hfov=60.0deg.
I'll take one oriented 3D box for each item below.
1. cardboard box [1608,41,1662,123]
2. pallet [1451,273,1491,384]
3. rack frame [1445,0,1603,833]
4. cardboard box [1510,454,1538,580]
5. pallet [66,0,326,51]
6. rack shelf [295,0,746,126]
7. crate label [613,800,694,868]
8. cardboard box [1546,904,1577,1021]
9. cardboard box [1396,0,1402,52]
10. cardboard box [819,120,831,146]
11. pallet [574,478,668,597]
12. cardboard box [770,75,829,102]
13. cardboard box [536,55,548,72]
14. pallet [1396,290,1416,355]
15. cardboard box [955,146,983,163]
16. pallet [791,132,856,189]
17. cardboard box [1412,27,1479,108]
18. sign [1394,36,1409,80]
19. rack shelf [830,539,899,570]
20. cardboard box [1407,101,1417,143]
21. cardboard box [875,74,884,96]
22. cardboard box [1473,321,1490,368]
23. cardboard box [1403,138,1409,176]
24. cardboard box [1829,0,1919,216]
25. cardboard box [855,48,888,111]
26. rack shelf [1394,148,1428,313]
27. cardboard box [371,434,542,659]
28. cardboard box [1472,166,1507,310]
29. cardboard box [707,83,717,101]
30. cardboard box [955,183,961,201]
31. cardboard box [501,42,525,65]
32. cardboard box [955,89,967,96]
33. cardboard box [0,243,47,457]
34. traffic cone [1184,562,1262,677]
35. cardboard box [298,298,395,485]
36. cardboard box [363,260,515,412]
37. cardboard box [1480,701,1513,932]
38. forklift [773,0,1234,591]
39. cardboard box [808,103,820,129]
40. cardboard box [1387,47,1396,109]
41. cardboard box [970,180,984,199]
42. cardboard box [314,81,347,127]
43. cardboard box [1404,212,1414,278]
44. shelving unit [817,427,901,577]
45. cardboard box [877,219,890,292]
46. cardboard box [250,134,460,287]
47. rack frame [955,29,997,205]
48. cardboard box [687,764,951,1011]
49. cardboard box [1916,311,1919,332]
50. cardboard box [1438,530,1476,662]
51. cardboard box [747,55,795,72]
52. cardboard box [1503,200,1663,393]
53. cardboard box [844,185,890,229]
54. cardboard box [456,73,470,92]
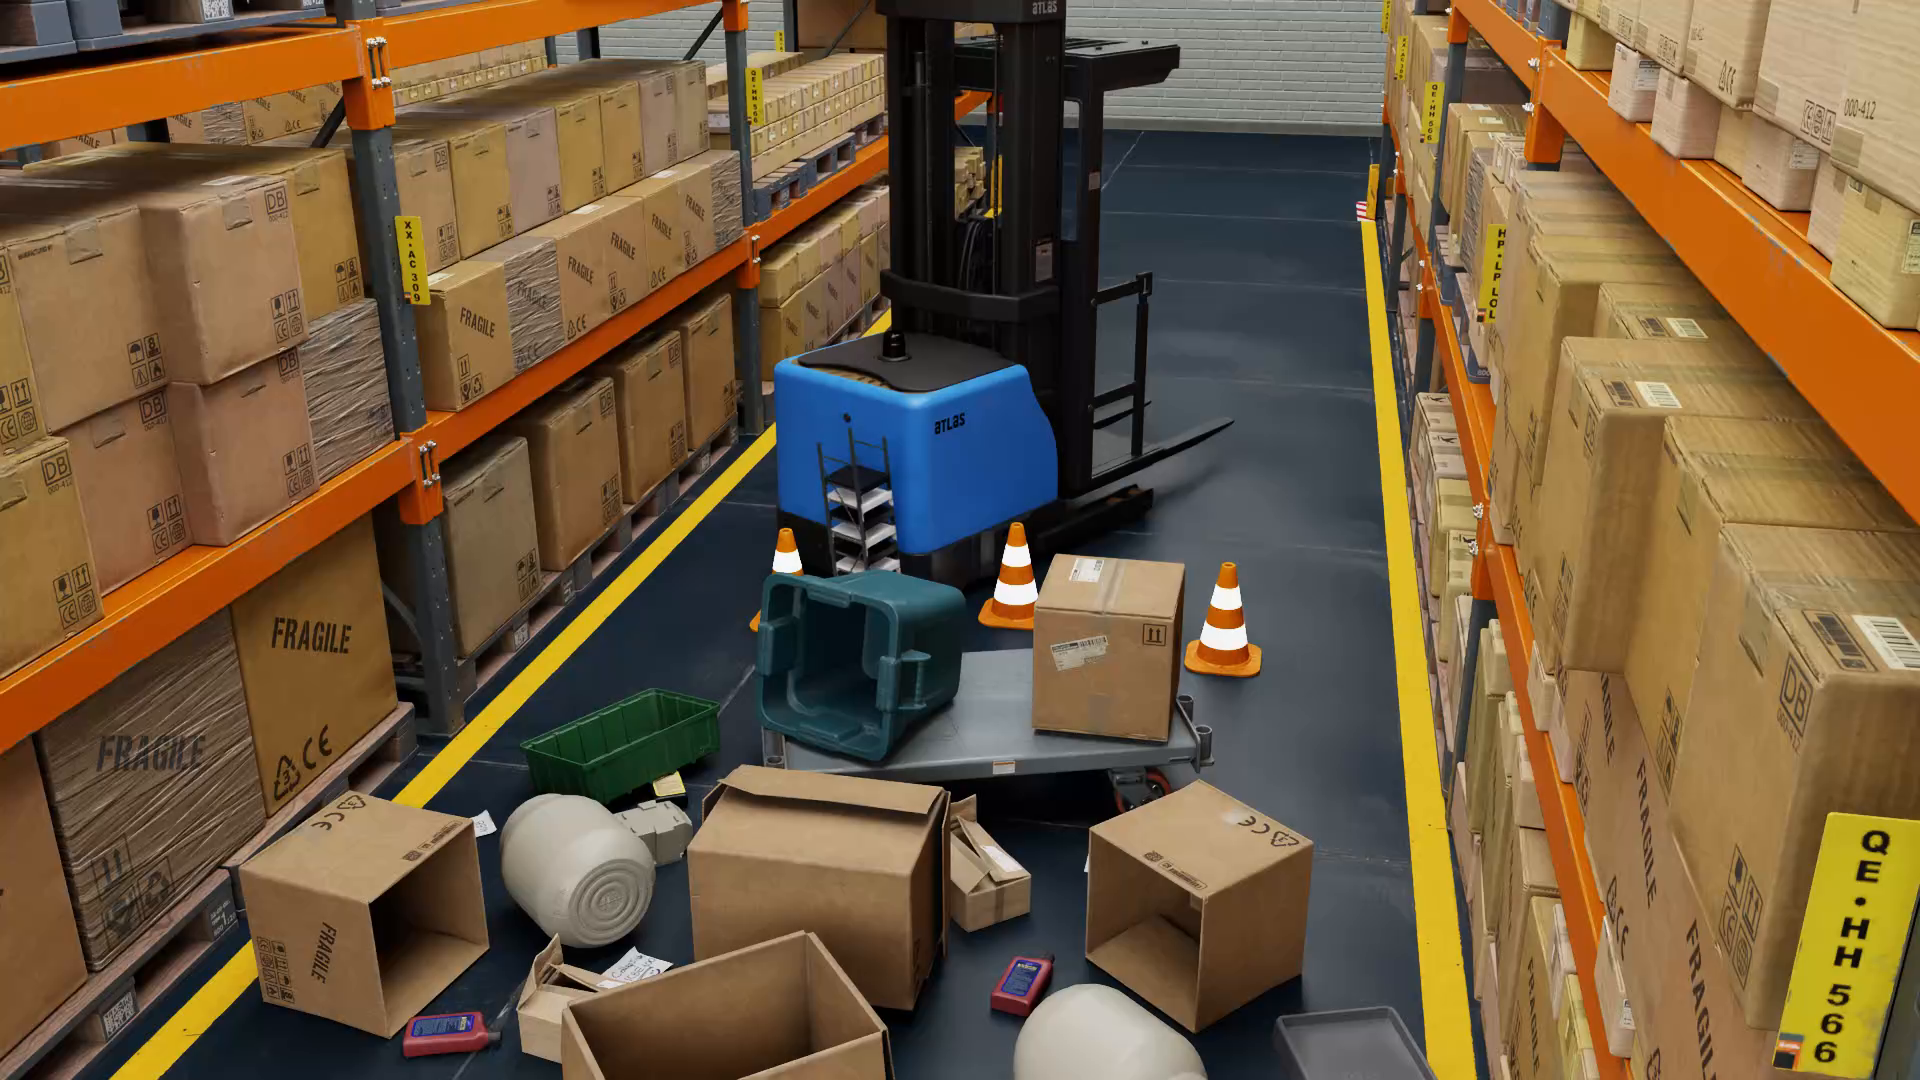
[{"bbox_3d":[1.654,-1.006,3.658,0.380,0.149,0.250,4,22,10],"label":"cardboard box"},{"bbox_3d":[2.759,-0.938,7.425,1.003,0.211,1.213,4,22,11],"label":"pallet"},{"bbox_3d":[2.306,-0.291,5.562,1.000,3.000,0.127,4,22,11],"label":"rack frame"},{"bbox_3d":[1.864,-0.151,4.681,0.500,0.500,0.500,4,22,11],"label":"cardboard box"},{"bbox_3d":[-2.737,-1.684,5.123,1.003,0.211,1.213,4,22,11],"label":"pallet"},{"bbox_3d":[-2.152,-2.421,7.797,1.077,0.370,4.000,4,22,11],"label":"rack shelf"},{"bbox_3d":[-1.128,1.063,6.032,0.298,0.136,0.250,-11,25,-26],"label":"crate label"},{"bbox_3d":[1.517,0.963,3.693,0.380,0.149,0.250,5,23,13],"label":"cardboard box"},{"bbox_3d":[4.081,-4.476,14.479,0.500,0.500,0.500,5,22,11],"label":"cardboard box"},{"bbox_3d":[-1.132,-2.901,11.817,0.380,0.149,0.250,4,22,9],"label":"cardboard box"},{"bbox_3d":[-2.230,-0.074,8.754,1.003,0.211,1.213,4,22,11],"label":"pallet"},{"bbox_3d":[-1.139,-3.175,11.700,0.380,0.149,0.250,4,22,10],"label":"cardboard box"},{"bbox_3d":[-4.697,-5.164,17.996,0.380,0.149,0.250,5,22,12],"label":"cardboard box"},{"bbox_3d":[3.855,-1.636,12.633,1.003,0.211,1.213,4,22,11],"label":"pallet"},{"bbox_3d":[0.029,-3.956,17.119,0.380,0.149,0.250,5,22,12],"label":"cardboard box"},{"bbox_3d":[-1.380,-2.733,11.881,1.003,0.211,1.213,4,22,11],"label":"pallet"},{"bbox_3d":[3.386,-3.217,11.354,0.500,0.500,0.500,4,22,10],"label":"cardboard box"},{"bbox_3d":[3.395,-3.697,12.754,0.100,0.325,0.005,4,22,11],"label":"sign"},{"bbox_3d":[-0.449,0.055,7.816,0.258,0.077,0.200,18,35,38],"label":"rack shelf"},{"bbox_3d":[3.365,-2.865,11.483,0.500,0.250,0.500,5,22,12],"label":"cardboard box"},{"bbox_3d":[-0.815,-3.613,13.186,0.380,0.149,0.250,5,23,13],"label":"cardboard box"},{"bbox_3d":[2.230,-0.771,6.527,0.380,0.149,0.250,4,22,10],"label":"cardboard box"},{"bbox_3d":[3.366,-2.631,11.573,0.500,0.250,0.500,4,22,10],"label":"cardboard box"},{"bbox_3d":[1.331,-0.496,1.858,0.500,0.250,0.500,4,22,10],"label":"cardboard box"},{"bbox_3d":[-0.580,-3.904,14.000,0.500,0.500,0.500,4,22,10],"label":"cardboard box"},{"bbox_3d":[3.531,-2.152,11.145,1.077,0.370,4.000,4,22,11],"label":"rack shelf"},{"bbox_3d":[-2.521,-0.017,7.330,1.050,0.750,0.750,4,22,11],"label":"cardboard box"},{"bbox_3d":[2.387,-1.227,6.790,0.500,0.500,0.500,5,23,13],"label":"cardboard box"},{"bbox_3d":[-1.880,-3.036,11.355,0.380,0.149,0.250,4,22,11],"label":"cardboard box"},{"bbox_3d":[-0.208,-3.343,15.995,0.380,0.149,0.250,6,23,14],"label":"cardboard box"},{"bbox_3d":[-4.890,-5.121,17.356,0.500,0.250,0.500,4,22,10],"label":"cardboard box"},{"bbox_3d":[-0.137,-4.393,16.082,0.380,0.149,0.250,3,22,9],"label":"cardboard box"},{"bbox_3d":[-3.013,-0.479,4.380,0.875,0.550,0.500,4,22,11],"label":"cardboard box"},{"bbox_3d":[1.189,0.325,7.427,0.336,0.463,0.334,4,22,11],"label":"traffic cone"},{"bbox_3d":[-2.624,-0.566,6.042,0.875,0.550,0.550,4,22,11],"label":"cardboard box"},{"bbox_3d":[-2.189,-0.850,6.815,0.500,0.500,0.500,5,22,12],"label":"cardboard box"},{"bbox_3d":[1.824,0.833,4.884,0.500,0.500,0.500,5,23,13],"label":"cardboard box"},{"bbox_3d":[0.415,-1.537,8.745,1.130,2.935,3.031,18,28,38],"label":"forklift"},{"bbox_3d":[-1.187,-2.944,11.523,0.380,0.149,0.250,4,22,10],"label":"cardboard box"},{"bbox_3d":[4.179,-4.201,15.136,0.500,0.500,0.500,4,22,11],"label":"cardboard box"},{"bbox_3d":[0.032,-3.583,16.988,0.380,0.149,0.250,5,23,13],"label":"cardboard box"},{"bbox_3d":[-5.591,-3.827,14.207,0.500,0.500,0.500,5,22,11],"label":"cardboard box"},{"bbox_3d":[4.172,-2.445,13.777,0.875,0.438,0.875,4,22,10],"label":"cardboard box"},{"bbox_3d":[-0.459,-0.055,7.760,0.258,0.900,0.210,18,35,38],"label":"shelving unit"},{"bbox_3d":[-0.832,-2.303,13.341,0.500,0.500,0.500,4,22,10],"label":"cardboard box"},{"bbox_3d":[-2.464,-1.324,6.654,0.700,0.500,0.500,4,22,10],"label":"cardboard box"},{"bbox_3d":[-0.111,-5.021,17.304,1.000,3.000,0.127,4,22,11],"label":"rack frame"},{"bbox_3d":[-0.447,1.088,5.296,0.797,0.637,0.503,4,22,11],"label":"cardboard box"},{"bbox_3d":[1.289,-0.255,1.793,0.380,0.149,0.250,5,22,11],"label":"cardboard box"},{"bbox_3d":[2.554,0.277,7.105,0.950,0.372,0.625,6,23,14],"label":"cardboard box"},{"bbox_3d":[-1.509,-3.700,13.004,0.380,0.149,0.250,5,22,12],"label":"cardboard box"},{"bbox_3d":[1.879,-0.610,4.483,0.700,0.500,0.500,5,22,11],"label":"cardboard box"},{"bbox_3d":[-0.832,-2.649,13.196,0.500,0.250,0.500,4,22,9],"label":"cardboard box"},{"bbox_3d":[-5.060,-4.509,16.371,0.380,0.149,0.250,4,22,9],"label":"cardboard box"}]
